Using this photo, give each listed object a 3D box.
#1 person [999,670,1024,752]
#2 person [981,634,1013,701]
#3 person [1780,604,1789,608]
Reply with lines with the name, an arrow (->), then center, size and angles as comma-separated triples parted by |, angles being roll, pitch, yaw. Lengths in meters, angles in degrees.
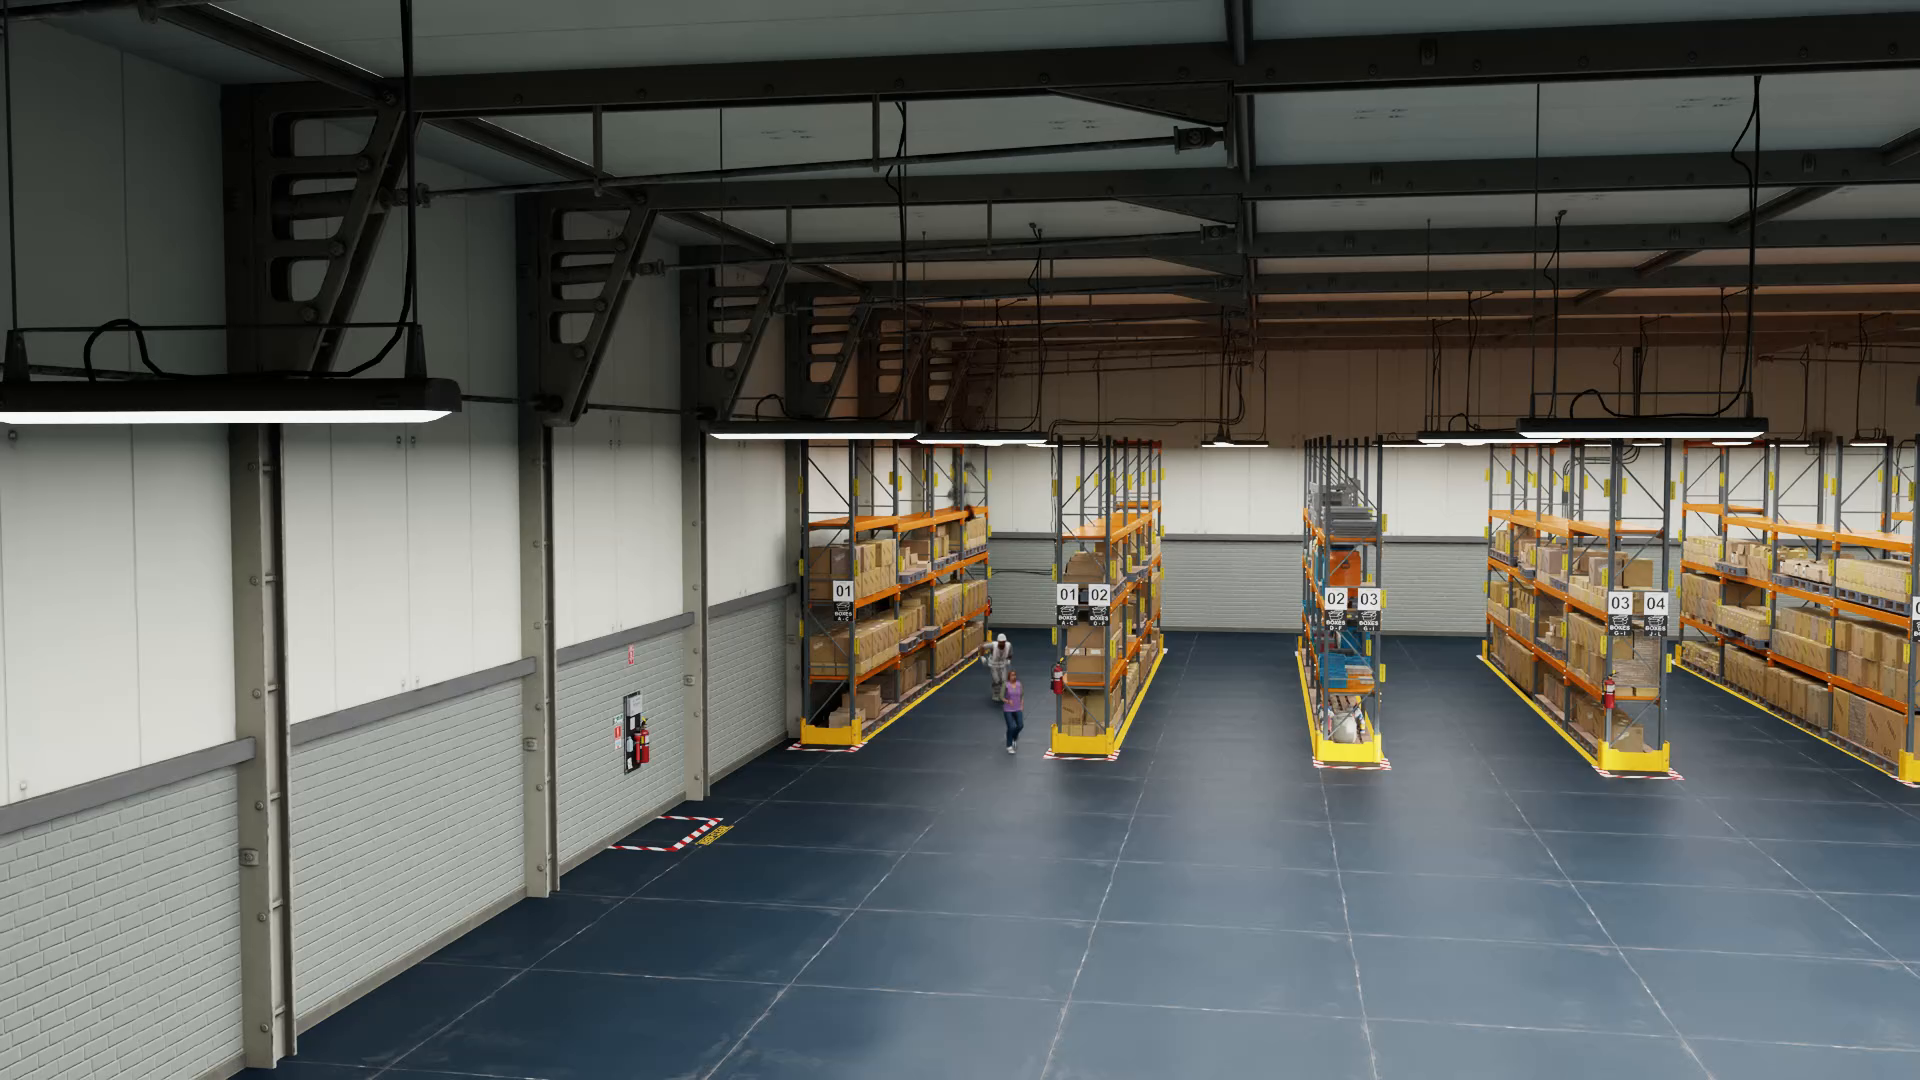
person -> 1.011, 3.238, 31.421 | 0.537, 1.577, 0.512 | -1, 3, -17
person -> 0.840, 2.892, 37.675 | 0.715, 1.590, 0.820 | -1, 3, -14
person -> 21.401, 2.548, 43.193 | 0.591, 1.753, 0.745 | 0, 3, 2
